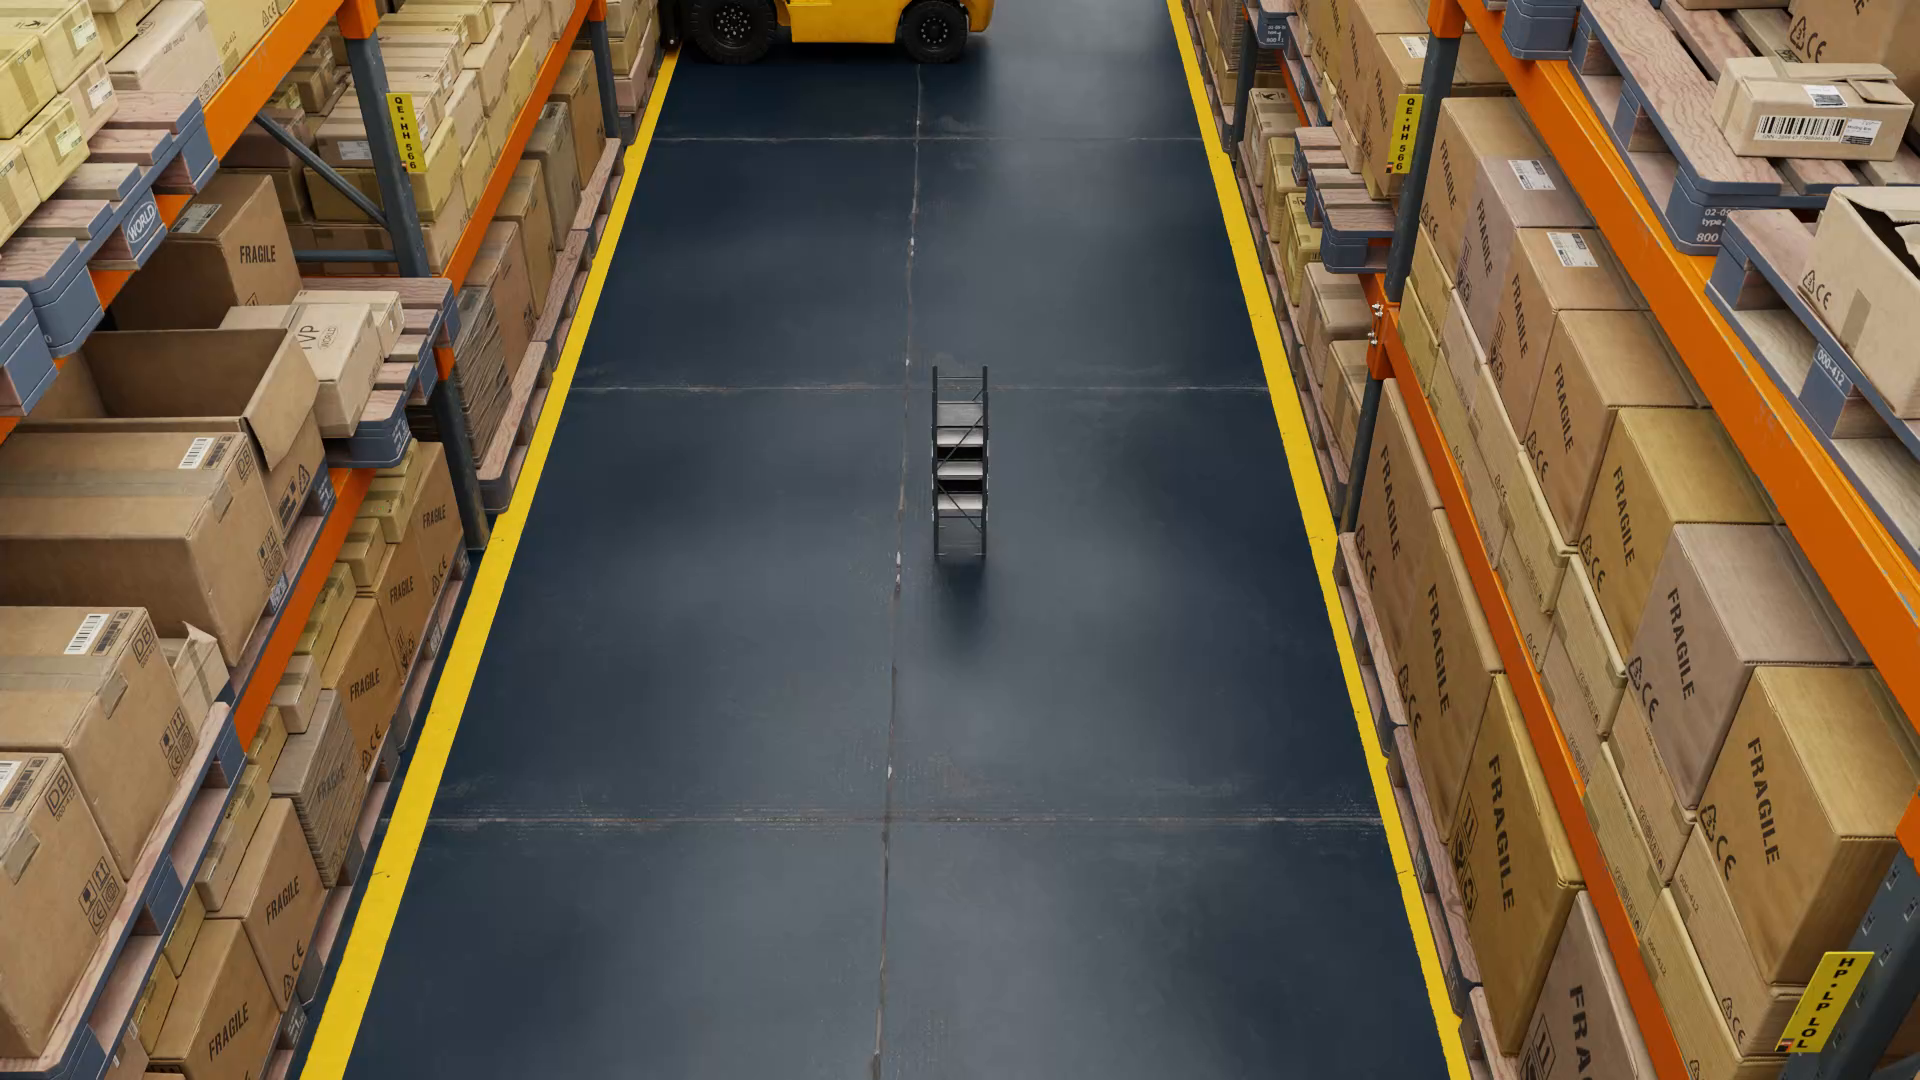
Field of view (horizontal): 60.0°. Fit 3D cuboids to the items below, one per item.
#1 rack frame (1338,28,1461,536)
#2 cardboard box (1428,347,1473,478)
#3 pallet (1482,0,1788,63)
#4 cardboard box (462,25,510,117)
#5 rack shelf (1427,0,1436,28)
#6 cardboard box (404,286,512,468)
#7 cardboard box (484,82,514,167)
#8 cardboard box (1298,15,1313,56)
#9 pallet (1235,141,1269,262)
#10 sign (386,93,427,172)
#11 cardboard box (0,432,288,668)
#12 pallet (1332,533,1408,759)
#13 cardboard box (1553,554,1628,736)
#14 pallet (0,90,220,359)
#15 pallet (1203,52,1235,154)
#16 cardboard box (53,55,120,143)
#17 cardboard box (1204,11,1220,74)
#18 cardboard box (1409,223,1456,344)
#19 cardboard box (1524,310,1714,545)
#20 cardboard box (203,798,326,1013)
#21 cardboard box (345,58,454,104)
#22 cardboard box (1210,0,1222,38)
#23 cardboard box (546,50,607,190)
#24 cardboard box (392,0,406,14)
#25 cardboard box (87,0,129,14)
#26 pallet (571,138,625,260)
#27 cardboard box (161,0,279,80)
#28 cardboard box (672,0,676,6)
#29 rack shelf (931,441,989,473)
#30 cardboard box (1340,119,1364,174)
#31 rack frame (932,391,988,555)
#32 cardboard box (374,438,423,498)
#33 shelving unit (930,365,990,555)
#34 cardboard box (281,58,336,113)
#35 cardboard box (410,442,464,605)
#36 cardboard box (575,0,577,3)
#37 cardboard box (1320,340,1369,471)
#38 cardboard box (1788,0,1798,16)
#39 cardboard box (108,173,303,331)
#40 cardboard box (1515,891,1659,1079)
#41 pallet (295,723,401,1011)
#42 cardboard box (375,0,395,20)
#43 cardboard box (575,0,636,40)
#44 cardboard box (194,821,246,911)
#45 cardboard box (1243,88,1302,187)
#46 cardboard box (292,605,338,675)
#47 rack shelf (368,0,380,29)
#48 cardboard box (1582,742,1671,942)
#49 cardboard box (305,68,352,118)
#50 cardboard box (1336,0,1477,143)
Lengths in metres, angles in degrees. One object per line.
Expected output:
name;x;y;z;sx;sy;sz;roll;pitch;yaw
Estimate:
rack frame;2.269;-1.158;6.797;1.000;3.000;0.127;0;39;0
cardboard box;2.037;-0.473;6.061;0.500;0.250;0.500;-1;39;-1
pallet;2.323;-1.853;5.416;1.213;0.211;1.003;2;39;2
cardboard box;-2.432;-2.207;7.826;0.500;0.250;0.500;-1;39;-1
rack shelf;2.267;-3.299;7.645;1.077;0.370;4.000;0;39;0
cardboard box;-2.681;-0.780;7.888;0.875;0.625;0.625;1;39;1
cardboard box;-2.454;-2.008;7.977;0.500;0.250;0.500;-1;39;-2
cardboard box;1.923;-2.565;8.417;0.380;0.149;0.250;1;39;2
pallet;2.267;-2.085;10.183;1.003;0.211;1.213;0;39;0
sign;-2.152;-1.580;6.460;0.100;0.325;0.005;0;39;0
cardboard box;-2.468;0.029;4.900;0.700;0.500;0.500;0;39;0
pallet;2.195;0.423;7.054;1.003;0.211;1.213;0;39;0
cardboard box;2.016;0.294;4.704;0.500;0.250;0.500;1;39;1
pallet;-2.625;-0.805;4.107;1.213;0.211;1.003;0;39;0
pallet;2.229;-2.992;11.314;1.003;0.211;1.213;0;39;0
cardboard box;-2.320;-1.075;4.079;0.380;0.149;0.250;1;39;1
cardboard box;1.985;-3.453;11.523;0.500;0.250;0.500;-1;39;-1
cardboard box;2.023;-0.978;6.292;0.500;0.250;0.500;0;39;0
cardboard box;2.018;-0.330;4.883;0.500;0.500;0.500;1;39;1
cardboard box;-2.472;1.213;5.501;0.500;0.500;0.500;-1;39;-1
cardboard box;-2.428;-1.972;7.213;0.380;0.149;0.250;1;39;1
cardboard box;1.993;-3.731;11.271;0.500;0.500;0.500;1;39;1
cardboard box;-2.687;-2.565;10.115;0.875;0.625;0.625;2;39;2
cardboard box;-2.509;-2.614;8.014;0.380;0.149;0.250;0;39;0
cardboard box;-2.397;-1.510;4.400;0.380;0.149;0.250;0;39;0
pallet;-2.659;-2.105;10.208;1.003;0.211;1.213;0;39;0
cardboard box;-2.450;-1.629;5.106;0.500;0.250;0.500;0;39;0
cardboard box;-2.381;-4.004;12.211;0.500;0.250;0.500;1;39;1
rack shelf;0.000;-0.390;7.427;0.258;0.077;0.200;0;39;0
cardboard box;1.916;-1.754;7.405;0.380;0.149;0.250;0;39;0
rack frame;0.000;-0.282;7.383;0.240;0.900;0.006;0;39;0
cardboard box;-2.440;-0.285;6.852;0.380;0.149;0.250;-2;39;-2
shelving unit;0.000;-0.346;7.462;0.258;0.900;0.210;0;39;0
cardboard box;-2.948;-1.974;7.215;0.380;0.149;0.250;0;39;0
cardboard box;-2.479;-0.077;7.110;0.500;0.500;0.500;1;39;1
cardboard box;-2.437;-3.280;9.565;0.500;0.250;0.500;1;39;1
cardboard box;2.279;-0.650;7.928;0.950;0.372;0.625;-2;39;-3
cardboard box;2.621;-1.579;4.695;0.396;0.266;0.258;-1;39;-1
cardboard box;-2.850;-1.033;6.225;0.500;0.500;0.500;2;39;2
cardboard box;2.193;1.621;4.692;0.875;0.875;0.875;1;39;1
pallet;-2.733;1.164;6.129;1.003;0.211;1.213;0;39;0
cardboard box;-2.918;-2.608;8.007;0.380;0.149;0.250;1;39;1
cardboard box;-2.386;-3.438;10.705;0.500;0.250;0.500;-1;39;-1
cardboard box;-2.490;1.021;5.221;0.380;0.149;0.250;0;39;0
cardboard box;2.268;-2.470;10.199;0.950;0.372;0.625;0;39;1
cardboard box;-2.497;0.371;6.033;0.380;0.149;0.250;-1;39;-1
rack shelf;-2.697;-3.293;7.637;1.077;0.370;4.000;0;39;0
cardboard box;2.022;0.803;4.470;0.500;0.250;0.500;-1;39;-1
cardboard box;-2.975;-1.890;7.429;0.500;0.250;0.500;0;39;0
cardboard box;1.979;-2.085;7.299;0.500;0.500;0.500;-1;39;-1
